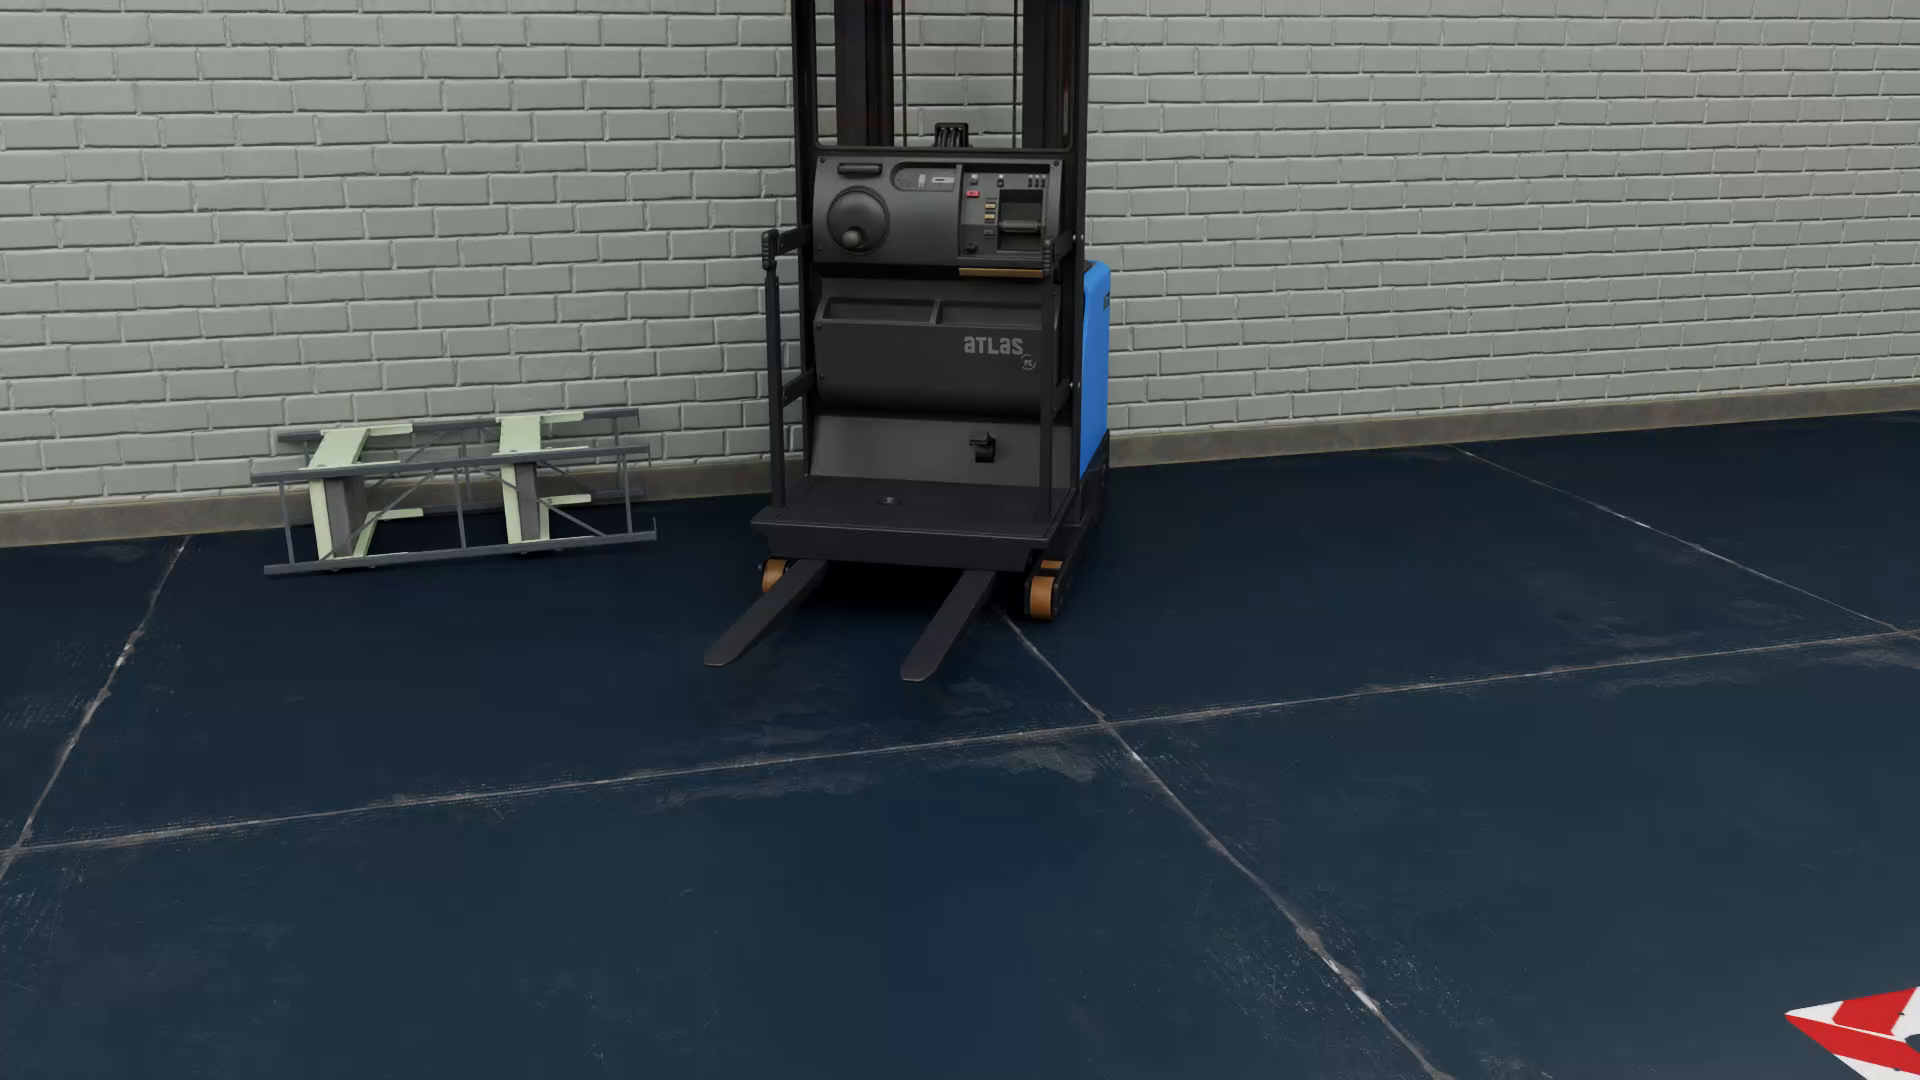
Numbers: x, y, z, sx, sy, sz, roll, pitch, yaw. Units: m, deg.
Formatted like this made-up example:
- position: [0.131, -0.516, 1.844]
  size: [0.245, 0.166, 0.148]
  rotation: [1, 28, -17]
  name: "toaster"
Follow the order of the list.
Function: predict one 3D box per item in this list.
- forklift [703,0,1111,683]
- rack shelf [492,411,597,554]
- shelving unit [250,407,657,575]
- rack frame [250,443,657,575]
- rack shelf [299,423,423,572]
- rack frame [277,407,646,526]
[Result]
- position: [-0.128, -1.228, 5.944]
  size: [1.130, 2.935, 3.031]
  rotation: [3, 17, 11]
  name: "forklift"
- position: [-1.738, -0.254, 6.962]
  size: [0.370, 0.431, 0.720]
  rotation: [-5, 17, -13]
  name: "rack shelf"
- position: [-2.055, -0.225, 6.889]
  size: [1.500, 0.431, 0.755]
  rotation: [-5, 17, -13]
  name: "shelving unit"
- position: [-1.967, -0.126, 6.547]
  size: [1.500, 0.400, 0.023]
  rotation: [-5, 17, -13]
  name: "rack frame"
- position: [-2.433, -0.189, 6.801]
  size: [0.370, 0.431, 0.720]
  rotation: [-5, 17, -13]
  name: "rack shelf"
- position: [-2.143, -0.323, 7.230]
  size: [1.500, 0.400, 0.023]
  rotation: [-5, 17, -13]
  name: "rack frame"
